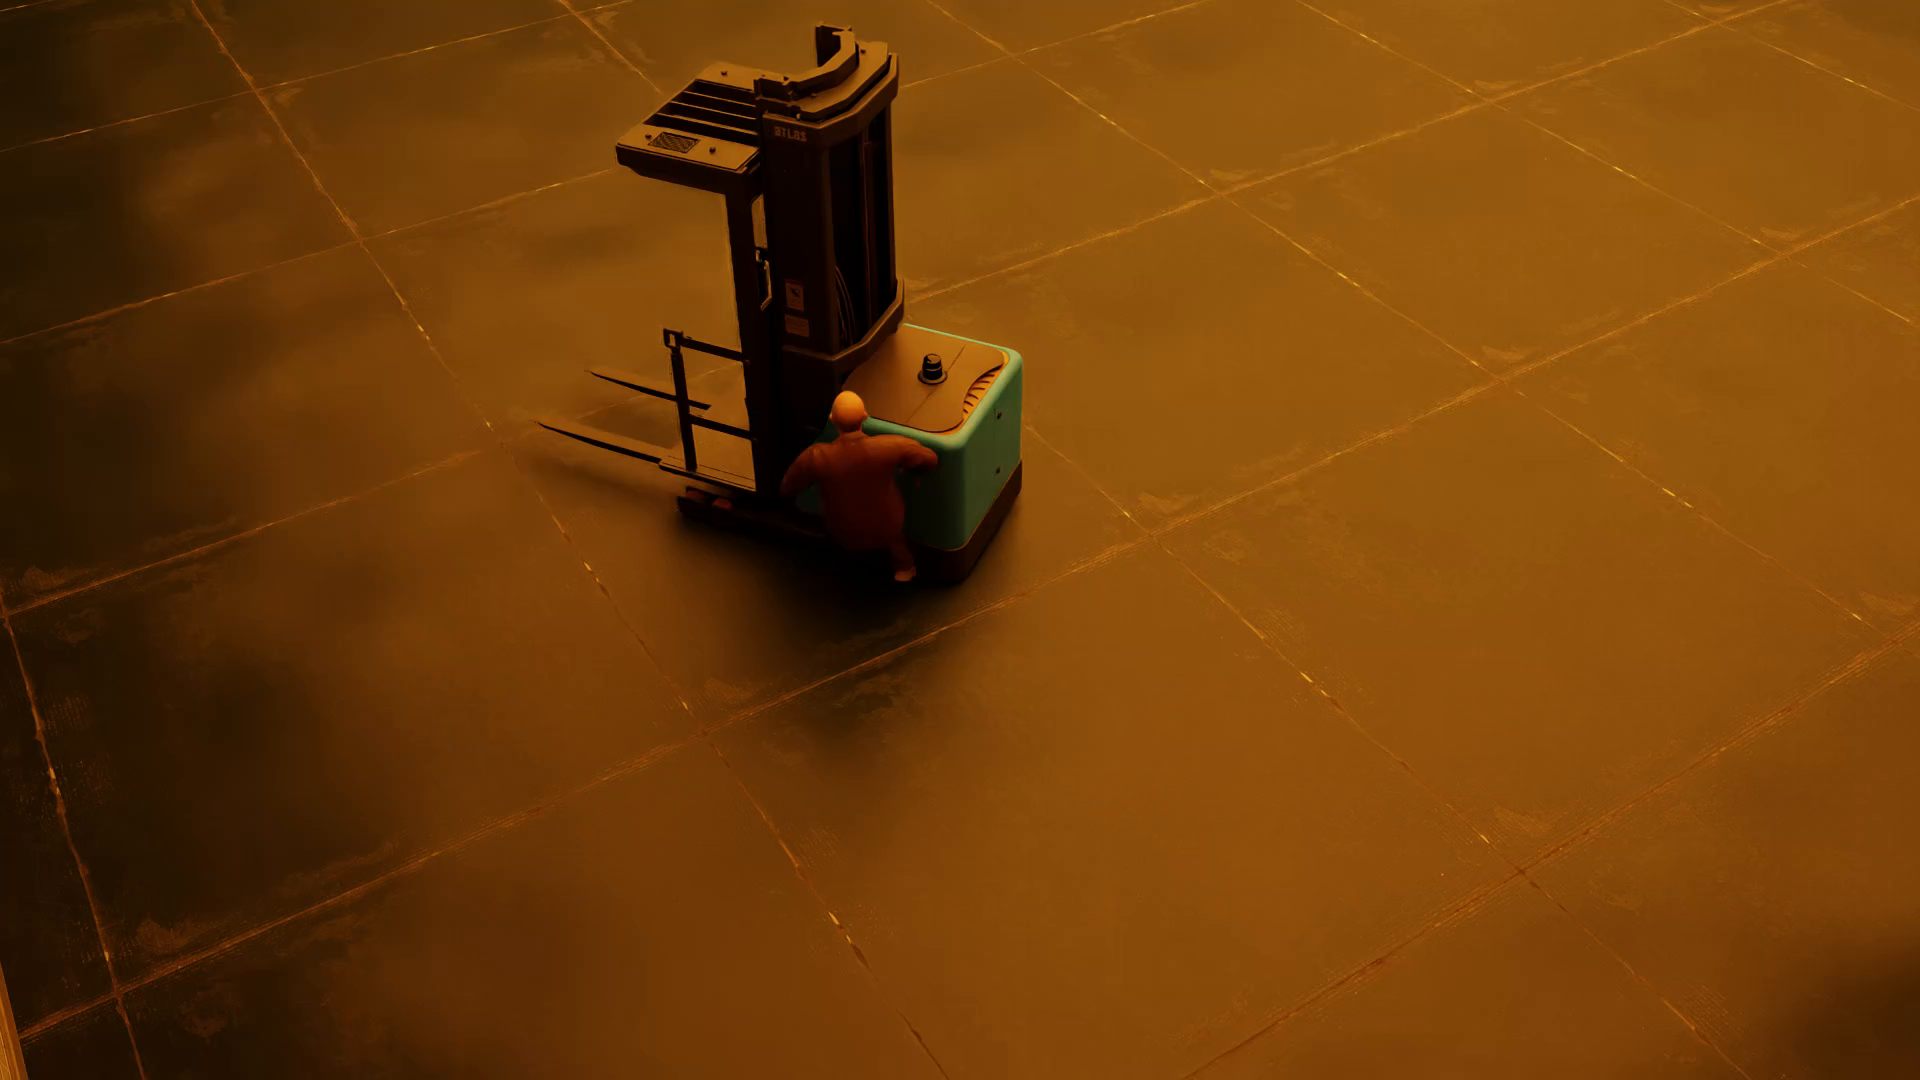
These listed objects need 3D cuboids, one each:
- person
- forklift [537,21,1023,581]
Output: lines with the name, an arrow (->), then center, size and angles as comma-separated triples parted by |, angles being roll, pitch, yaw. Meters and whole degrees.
person -> -0.601, -0.292, 9.284 | 0.862, 1.557, 0.904 | -10, 42, -11
forklift -> -1.182, -1.497, 9.584 | 3.031, 2.935, 1.130 | 16, 44, 17
